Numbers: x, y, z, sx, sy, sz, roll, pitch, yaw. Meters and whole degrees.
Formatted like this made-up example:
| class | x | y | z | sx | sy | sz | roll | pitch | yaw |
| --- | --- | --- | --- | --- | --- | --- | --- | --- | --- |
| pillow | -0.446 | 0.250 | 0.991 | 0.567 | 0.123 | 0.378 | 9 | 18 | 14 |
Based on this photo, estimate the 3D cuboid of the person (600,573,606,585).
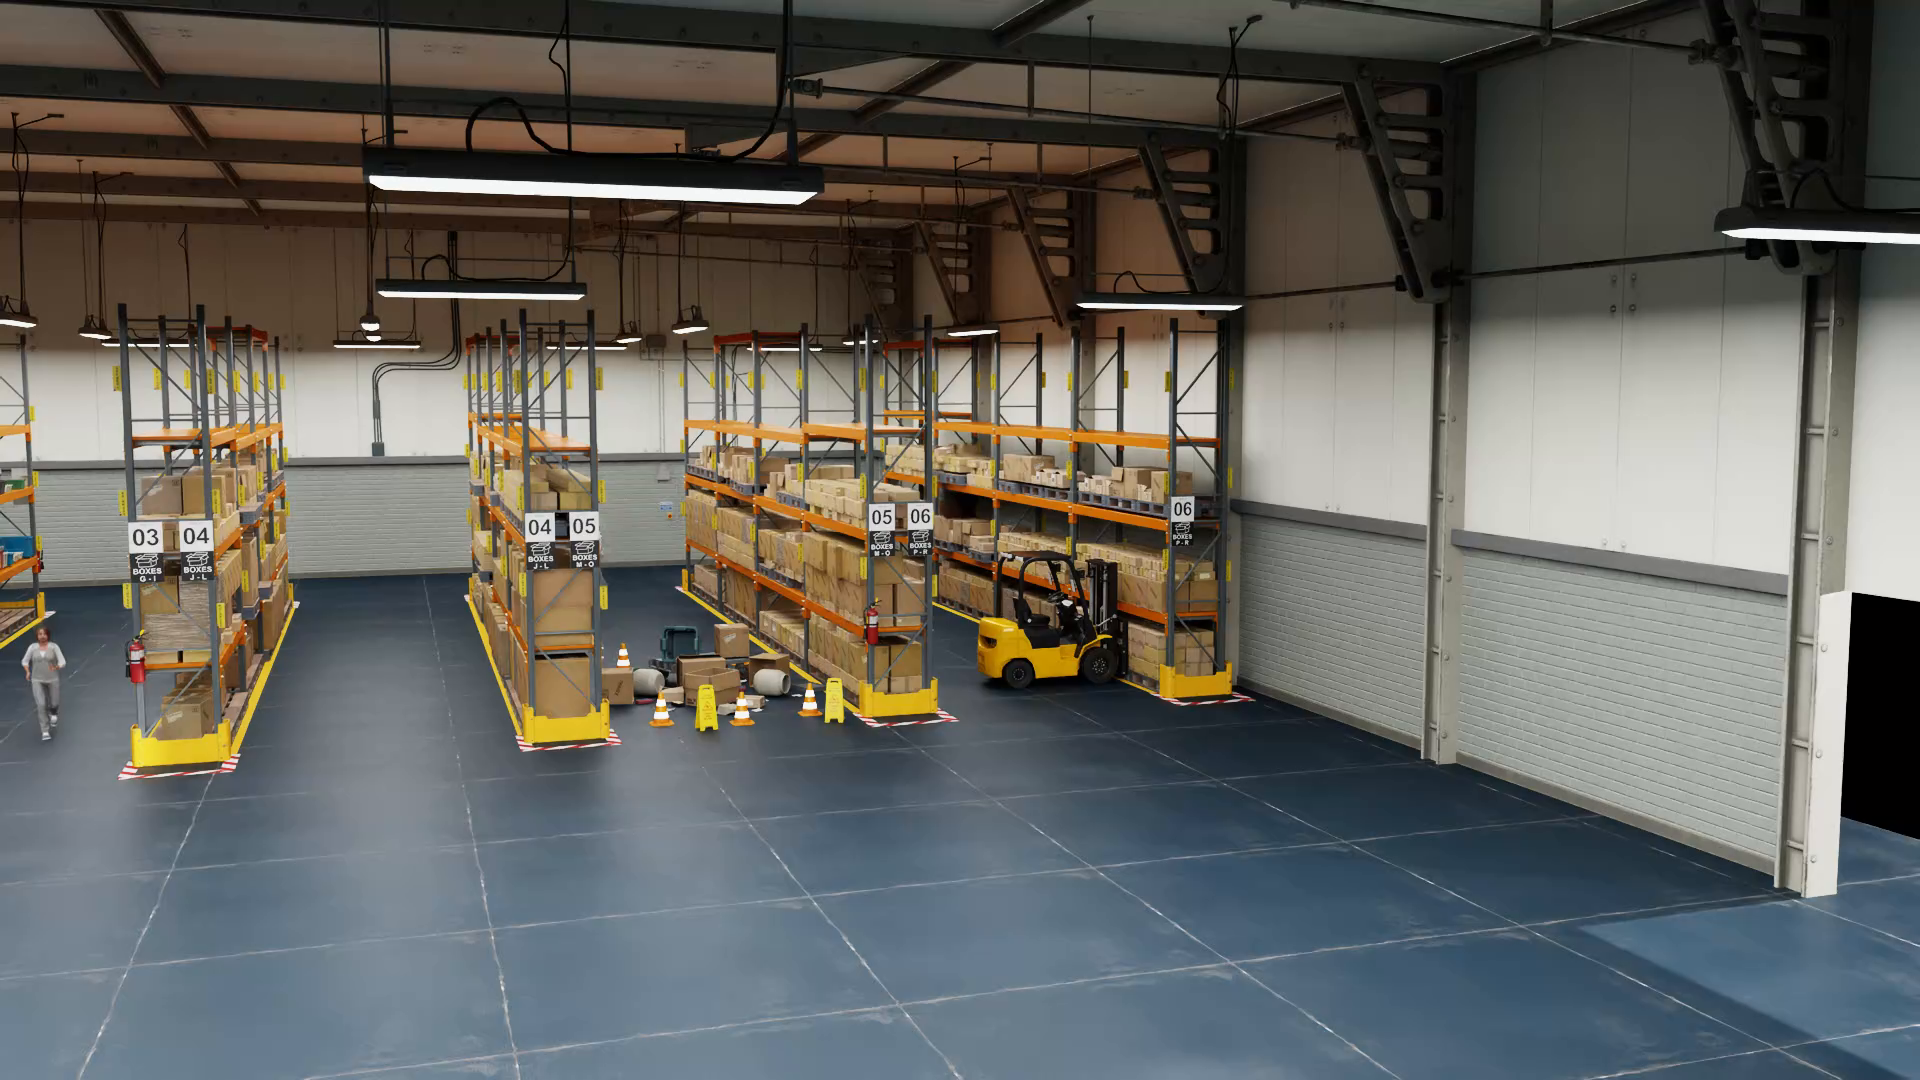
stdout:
| class | x | y | z | sx | sy | sz | roll | pitch | yaw |
| --- | --- | --- | --- | --- | --- | --- | --- | --- | --- |
| person | -9.050 | 0.330 | 40.380 | 0.841 | 1.677 | 0.585 | -1 | 6 | -12 |

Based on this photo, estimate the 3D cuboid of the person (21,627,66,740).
| class | x | y | z | sx | sy | sz | roll | pitch | yaw |
| --- | --- | --- | --- | --- | --- | --- | --- | --- | --- |
| person | -12.920 | 2.007 | 23.466 | 0.547 | 1.546 | 0.768 | -3 | 6 | -28 |
